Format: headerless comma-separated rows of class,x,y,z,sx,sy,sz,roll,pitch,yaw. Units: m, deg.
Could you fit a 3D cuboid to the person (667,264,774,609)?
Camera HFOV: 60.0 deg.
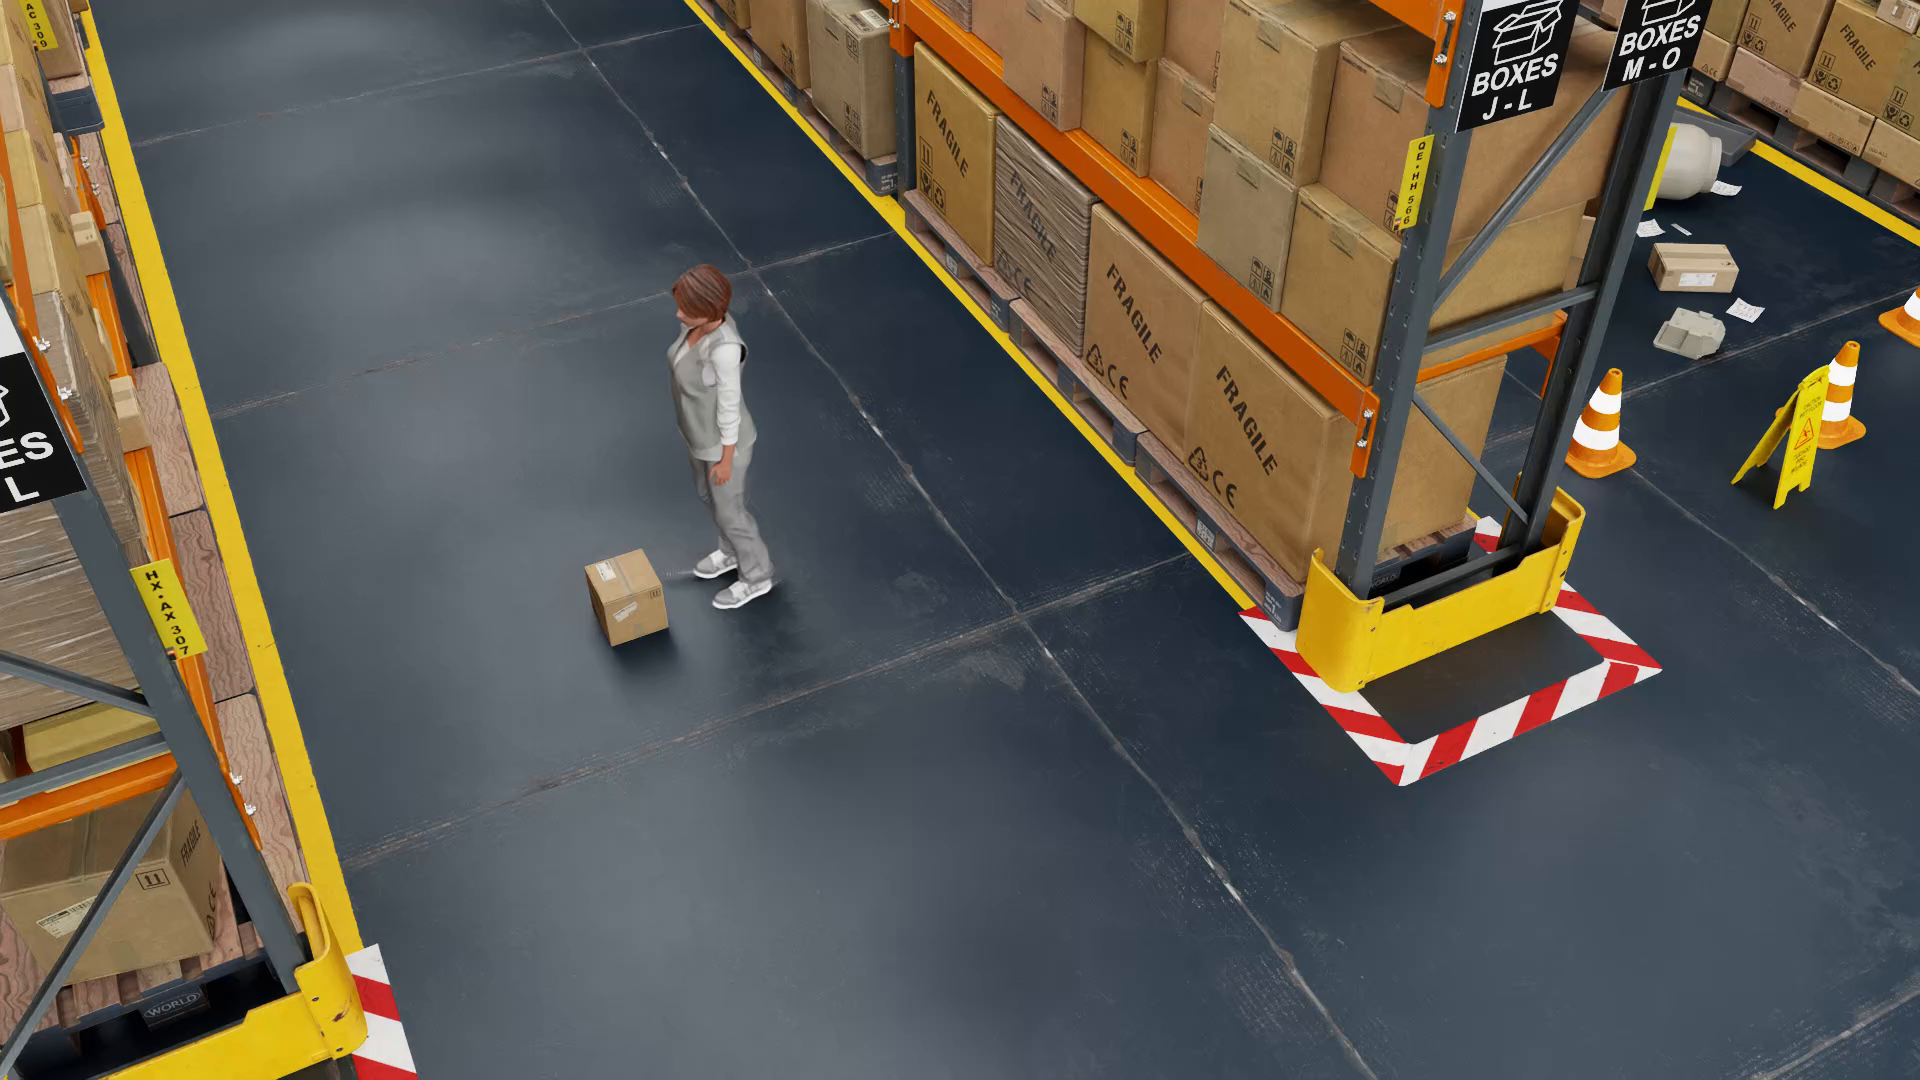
person,-0.959,-0.393,6.620,0.306,1.583,0.407,-18,45,-19
